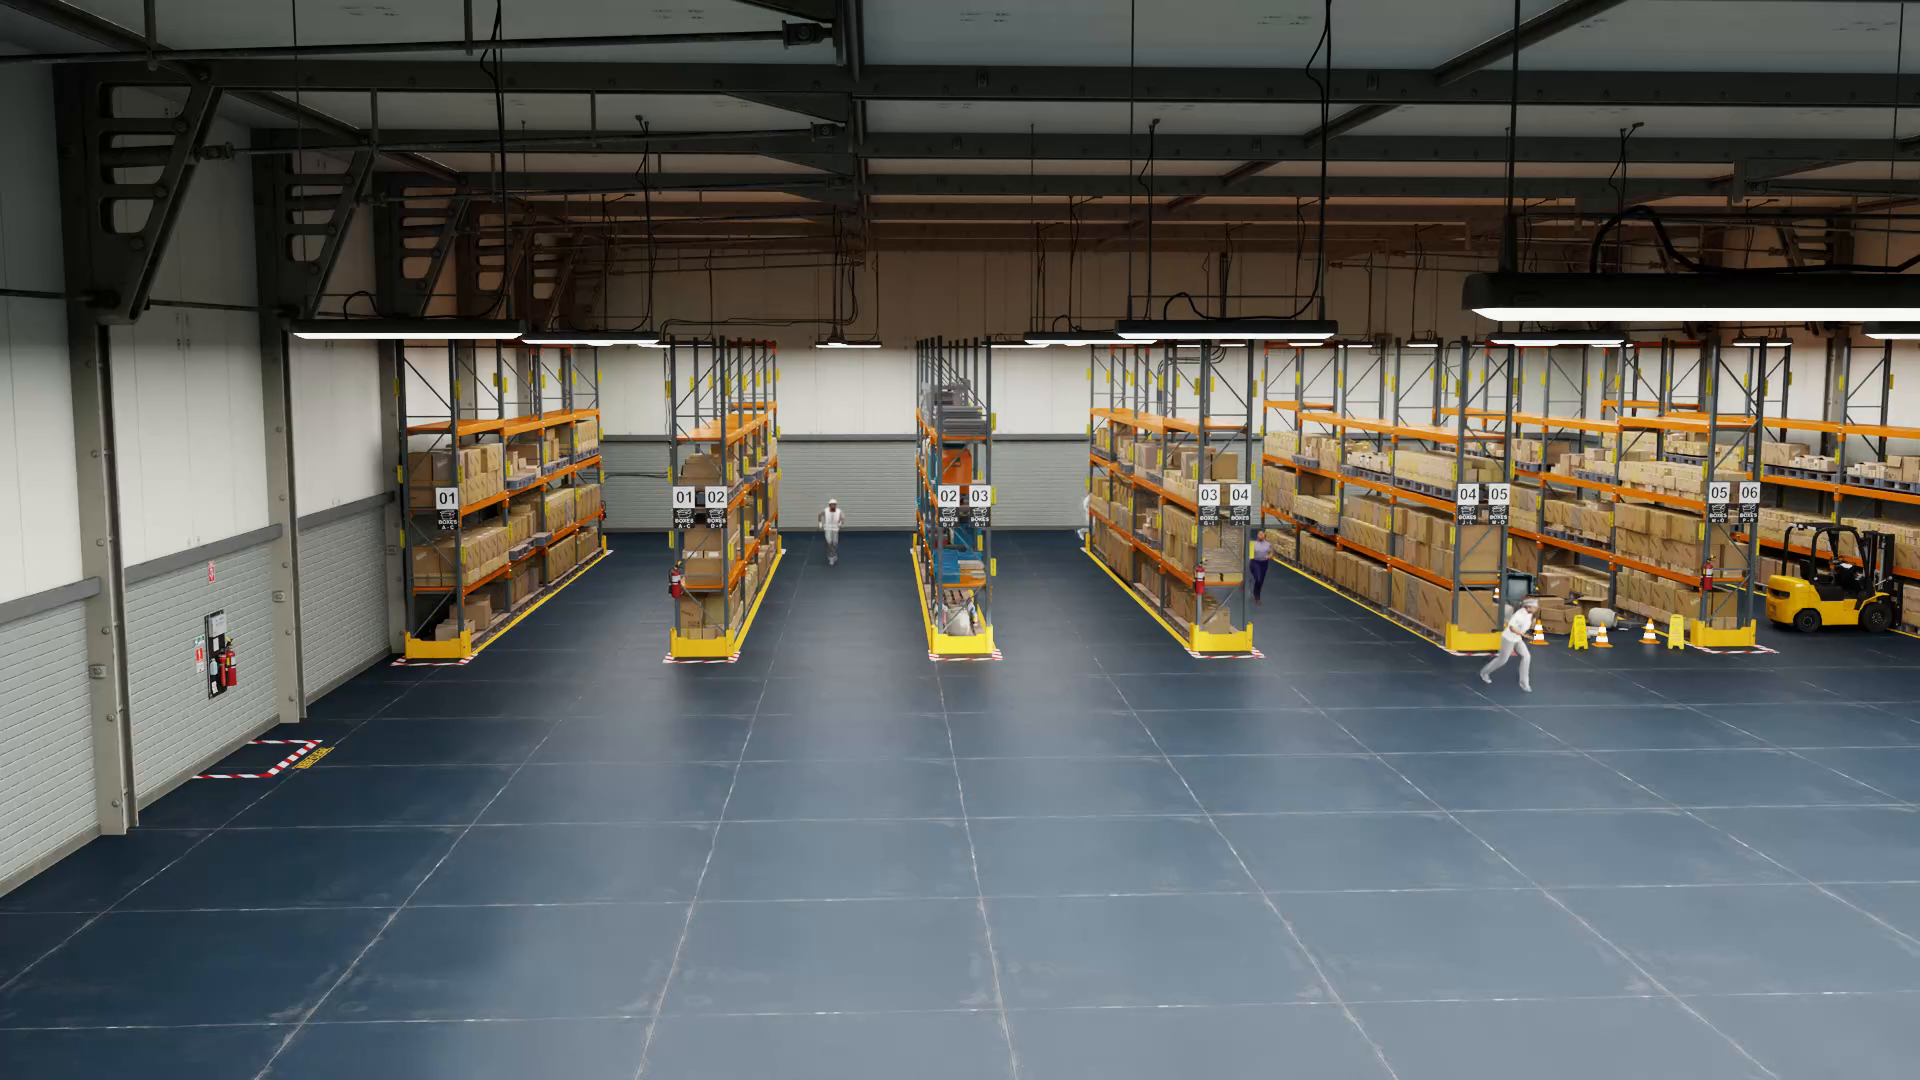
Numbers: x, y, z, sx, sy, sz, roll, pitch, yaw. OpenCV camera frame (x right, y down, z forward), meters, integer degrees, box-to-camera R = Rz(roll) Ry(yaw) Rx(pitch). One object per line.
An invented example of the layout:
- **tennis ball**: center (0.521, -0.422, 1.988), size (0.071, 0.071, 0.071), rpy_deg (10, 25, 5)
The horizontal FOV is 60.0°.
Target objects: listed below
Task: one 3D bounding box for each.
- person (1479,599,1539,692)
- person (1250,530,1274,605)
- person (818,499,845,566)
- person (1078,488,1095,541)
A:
- **person**: center (9.338, 1.760, 28.285), size (0.986, 1.625, 0.618), rpy_deg (6, 9, 40)
- **person**: center (6.824, 0.659, 37.905), size (0.575, 1.630, 0.724), rpy_deg (-1, 7, -13)
- **person**: center (-3.446, -0.234, 44.795), size (0.717, 1.777, 0.873), rpy_deg (-1, 7, -12)
- **person**: center (3.795, -0.675, 48.848), size (0.719, 1.744, 0.712), rpy_deg (2, 7, 16)
